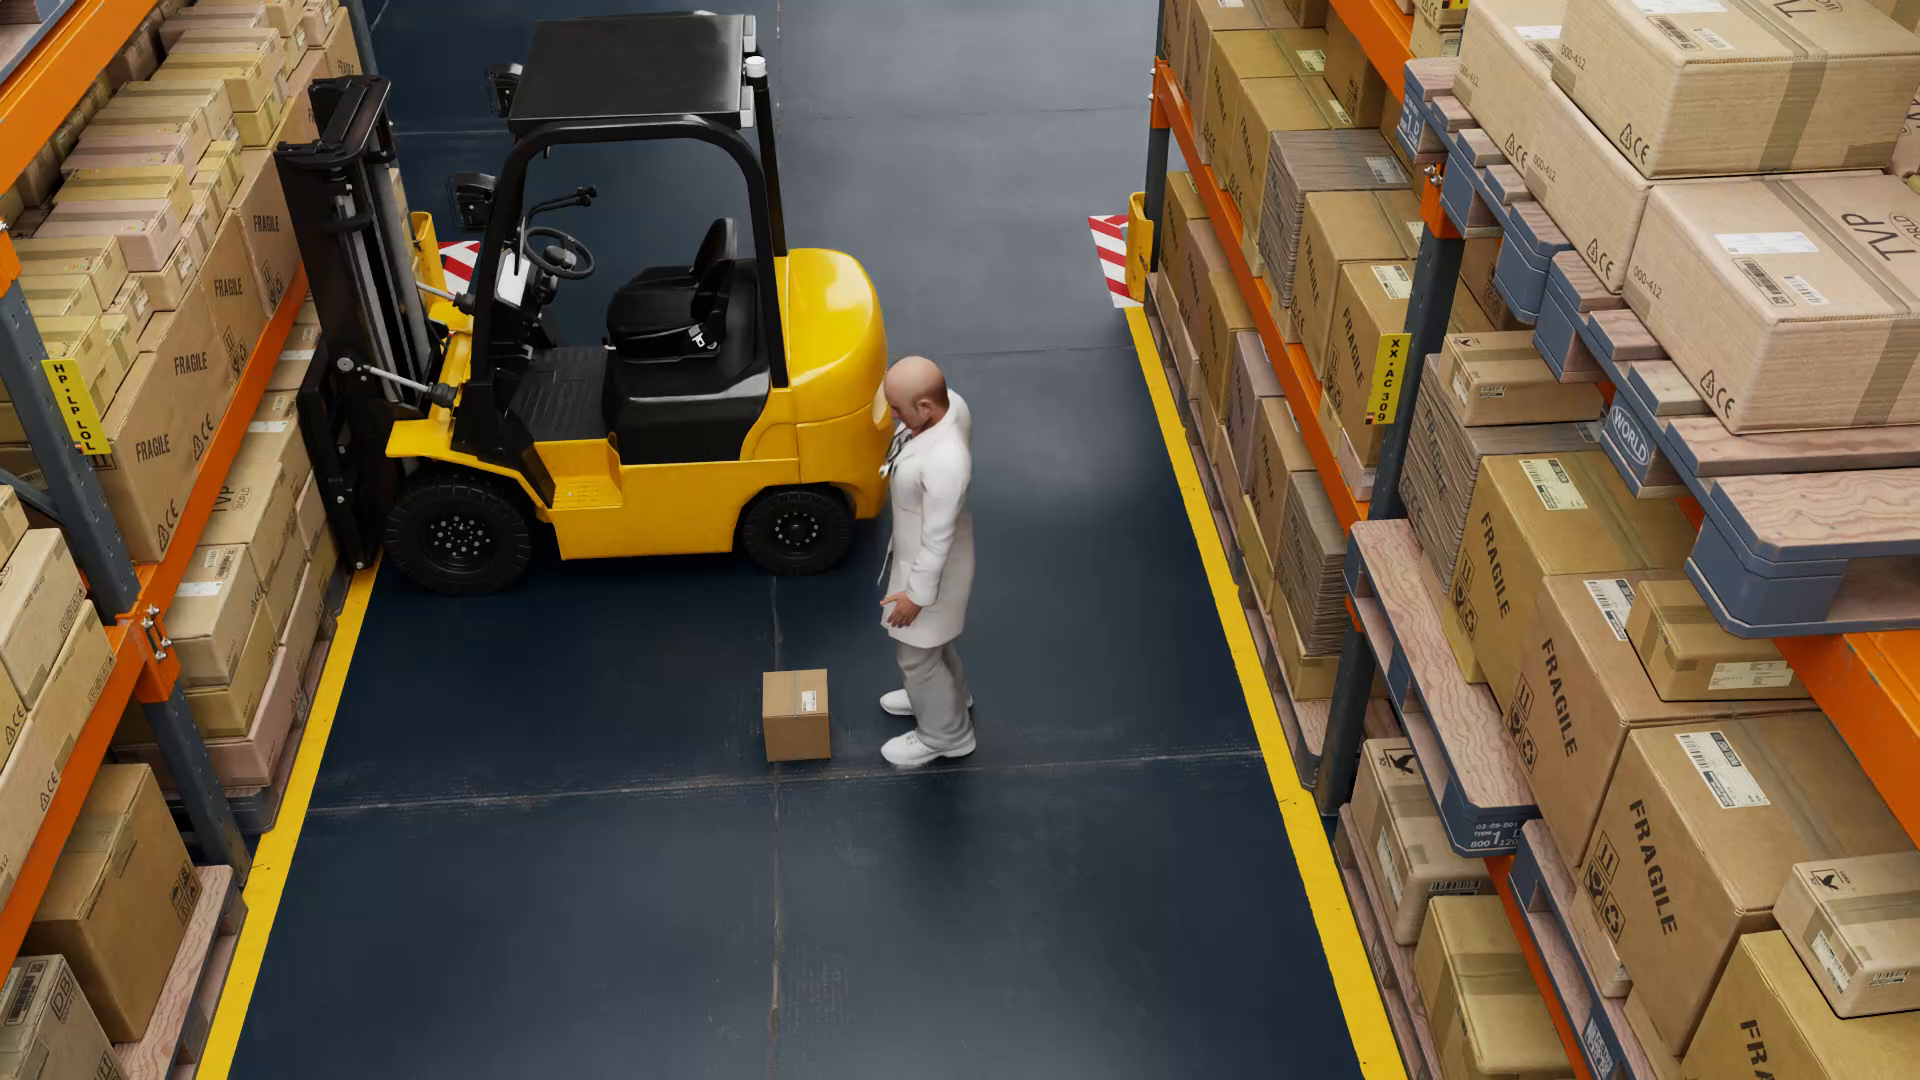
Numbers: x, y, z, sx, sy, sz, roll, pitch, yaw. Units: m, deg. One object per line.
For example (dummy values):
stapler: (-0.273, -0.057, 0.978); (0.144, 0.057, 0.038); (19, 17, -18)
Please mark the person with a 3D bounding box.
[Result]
person: (-0.127, 0.086, 6.075); (0.381, 1.765, 0.569); (-2, 39, -3)
